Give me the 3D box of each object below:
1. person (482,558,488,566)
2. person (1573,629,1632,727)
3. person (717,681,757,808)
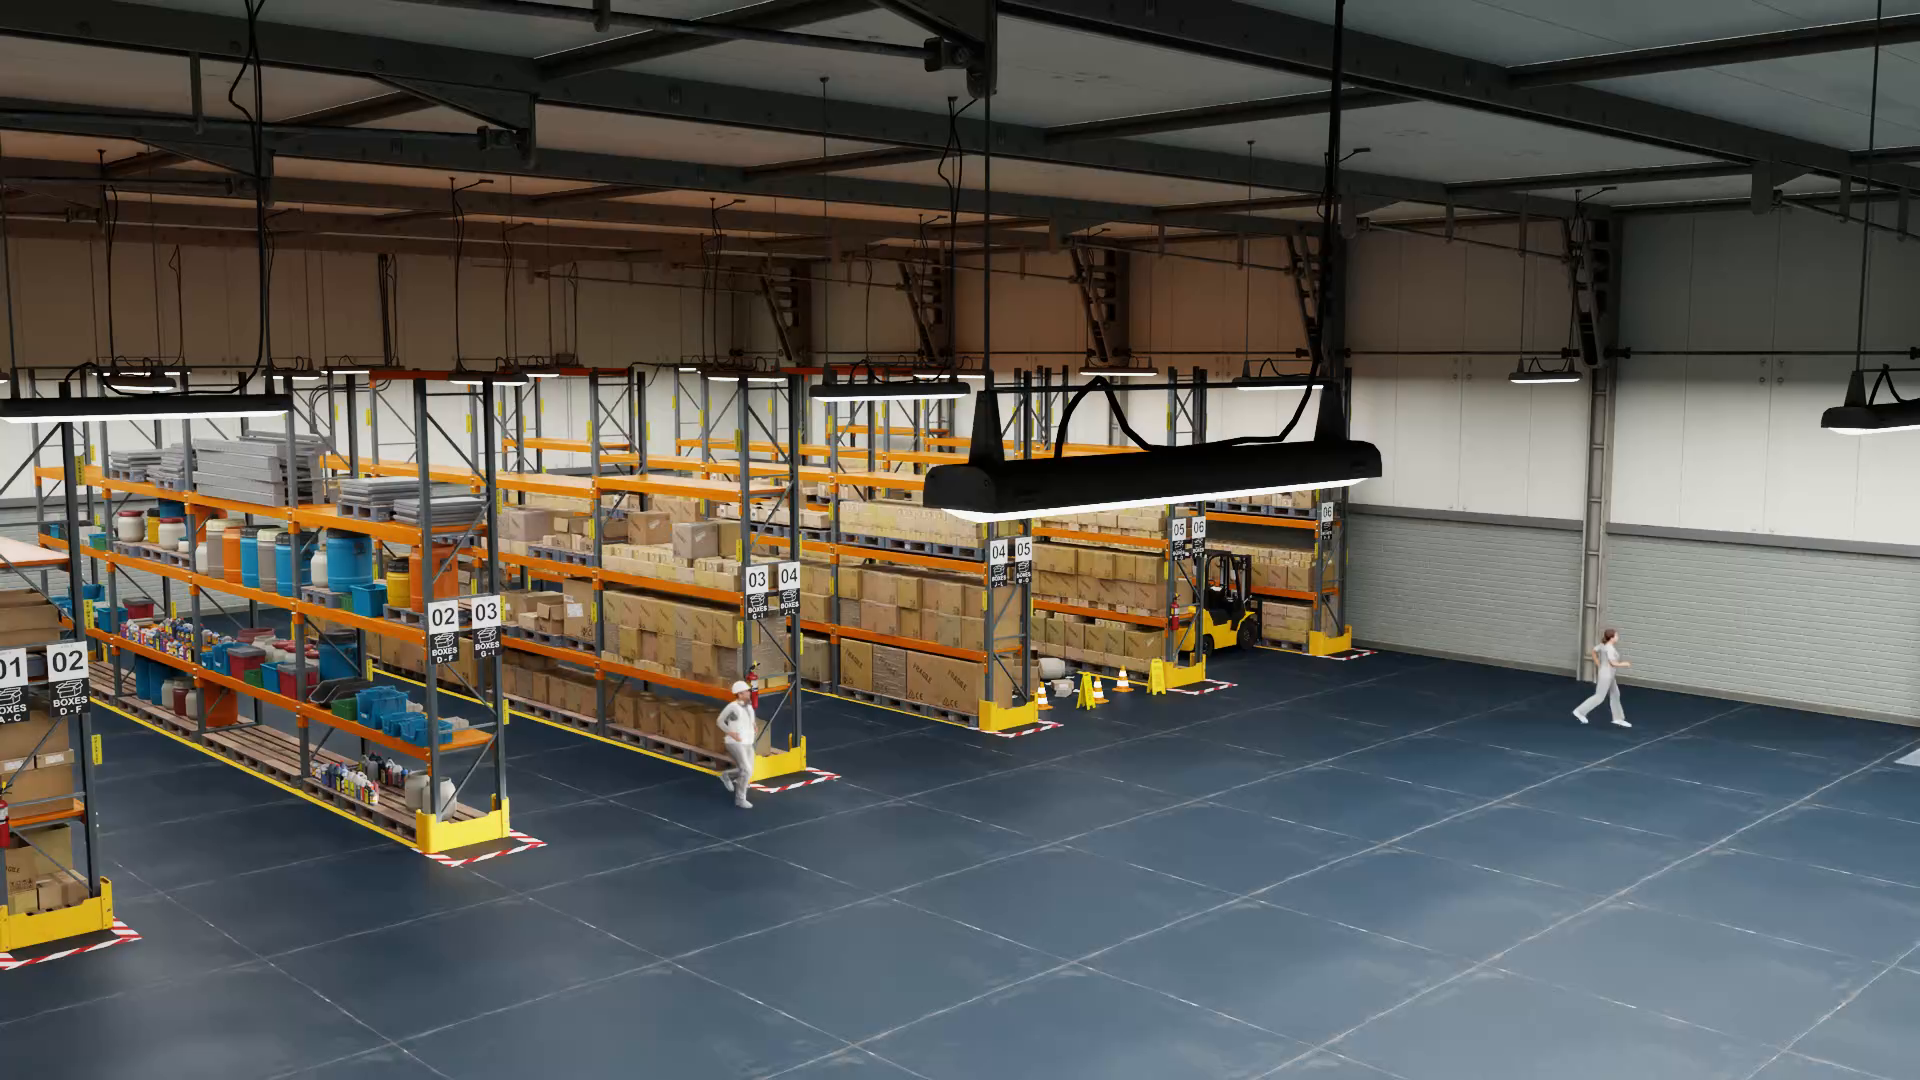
[{"bbox_3d":[-10.727,1.233,37.520,0.700,1.773,0.687,-6,9,-44],"label":"person"},{"bbox_3d":[10.870,2.325,28.073,0.970,1.670,0.535,1,7,11],"label":"person"},{"bbox_3d":[-3.111,2.853,23.496,0.767,1.726,0.688,4,7,29],"label":"person"}]
